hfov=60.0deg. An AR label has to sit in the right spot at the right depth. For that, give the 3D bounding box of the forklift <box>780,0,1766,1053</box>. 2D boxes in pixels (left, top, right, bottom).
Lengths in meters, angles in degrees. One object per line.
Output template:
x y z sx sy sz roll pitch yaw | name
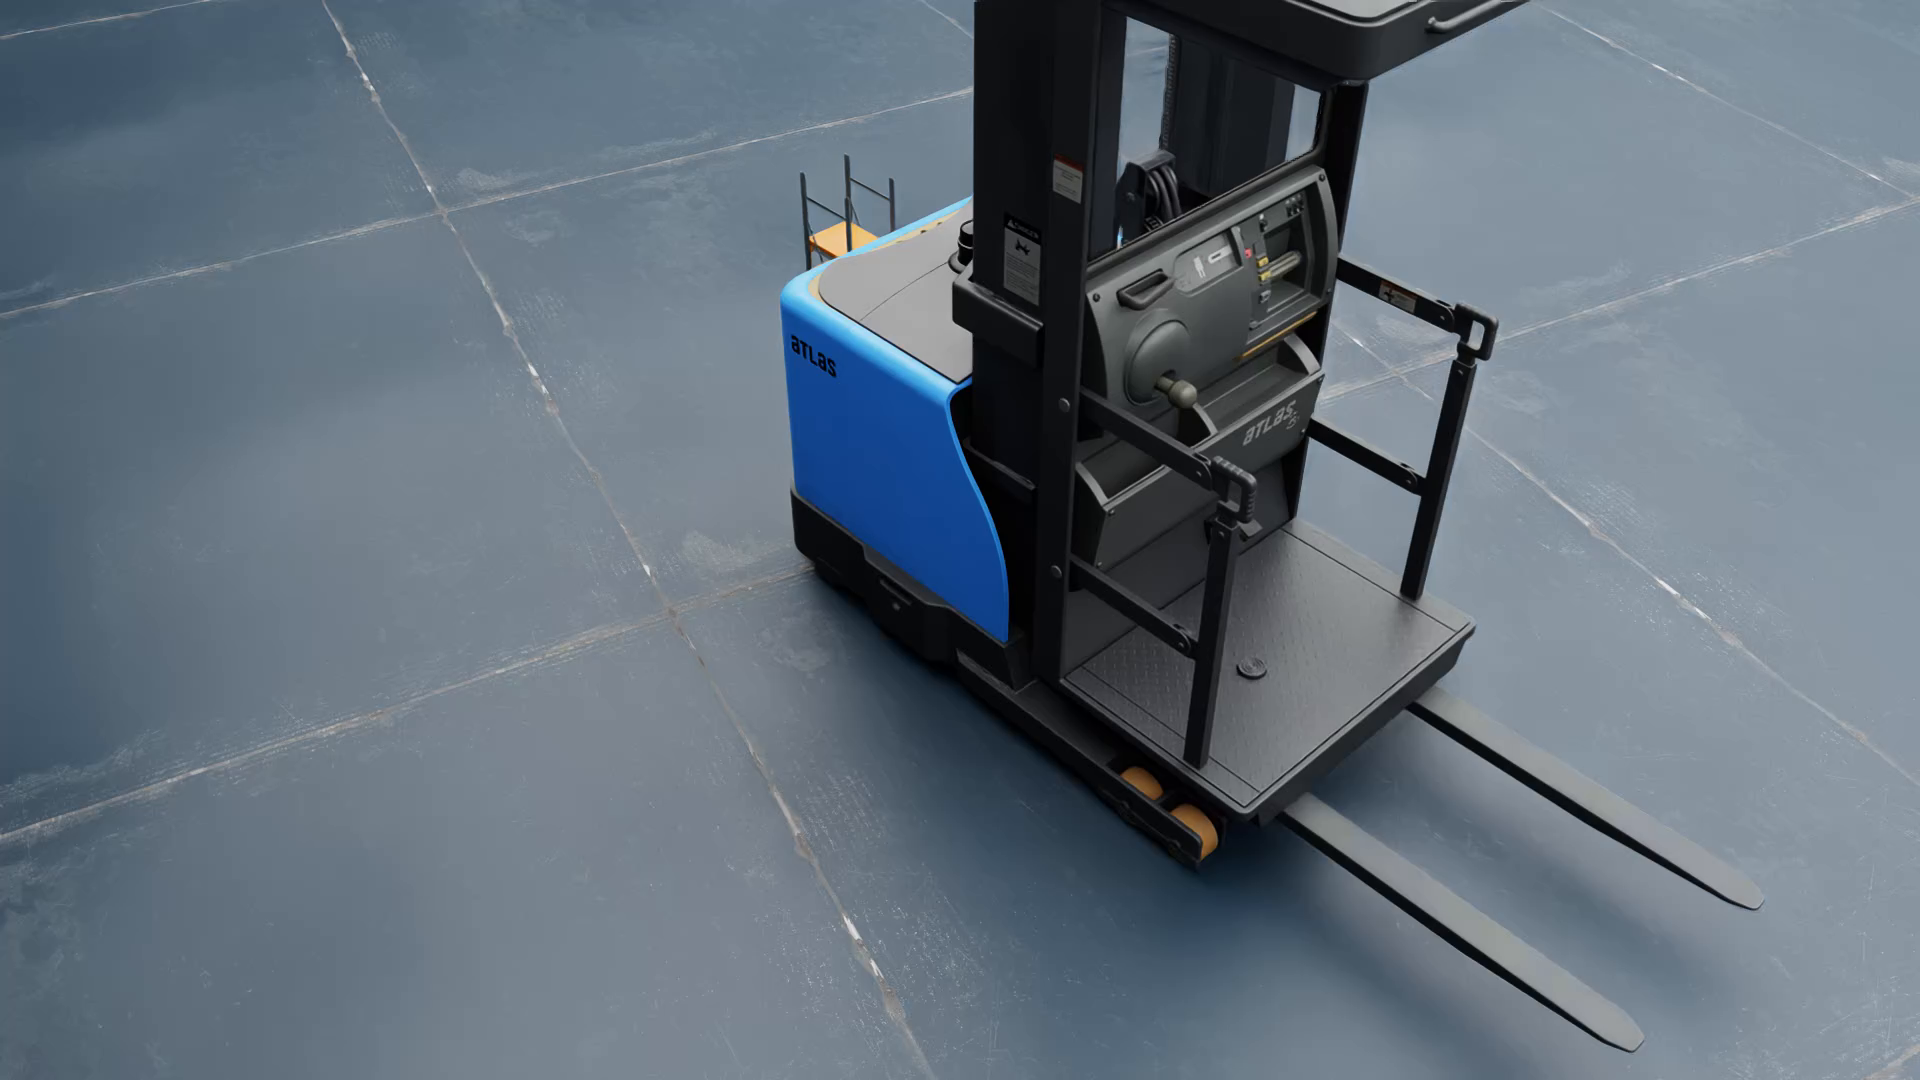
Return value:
0.813 -0.588 4.176 1.130 2.935 3.031 -31 49 -31 | forklift

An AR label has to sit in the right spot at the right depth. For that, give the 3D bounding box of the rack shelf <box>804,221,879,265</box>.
-0.357 -0.933 5.435 0.180 0.103 0.258 -31 49 -31 | rack shelf

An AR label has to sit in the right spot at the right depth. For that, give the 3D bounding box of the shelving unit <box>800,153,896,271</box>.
-0.356 -0.692 5.639 0.189 1.200 0.258 -31 49 -31 | shelving unit

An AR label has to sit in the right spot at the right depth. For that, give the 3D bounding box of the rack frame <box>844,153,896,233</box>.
-0.289 -0.733 5.687 0.006 1.200 0.240 -31 49 -31 | rack frame

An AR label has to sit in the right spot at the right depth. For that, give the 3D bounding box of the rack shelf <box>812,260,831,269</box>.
-0.356 -0.842 5.513 0.180 0.103 0.258 -31 49 -31 | rack shelf

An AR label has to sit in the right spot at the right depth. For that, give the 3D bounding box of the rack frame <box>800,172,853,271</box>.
-0.423 -0.652 5.591 0.006 1.200 0.240 -31 49 -31 | rack frame
